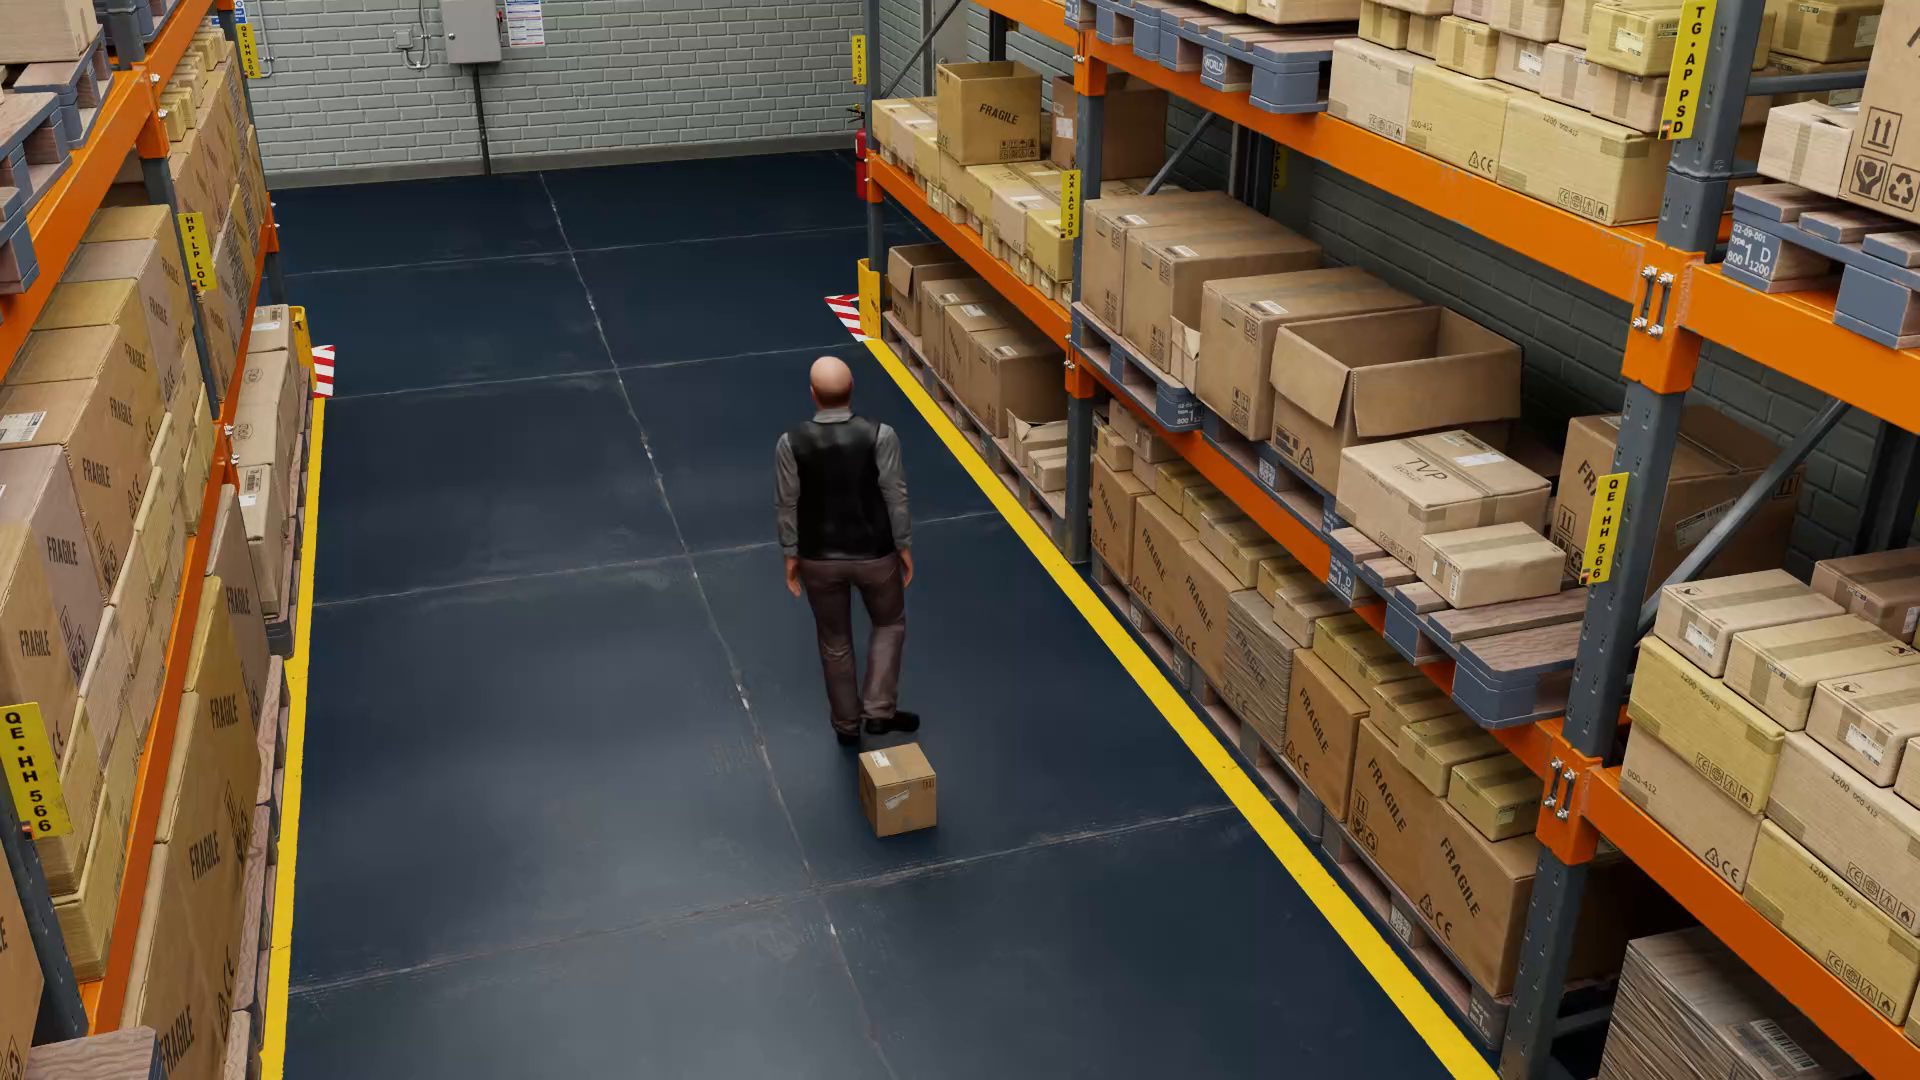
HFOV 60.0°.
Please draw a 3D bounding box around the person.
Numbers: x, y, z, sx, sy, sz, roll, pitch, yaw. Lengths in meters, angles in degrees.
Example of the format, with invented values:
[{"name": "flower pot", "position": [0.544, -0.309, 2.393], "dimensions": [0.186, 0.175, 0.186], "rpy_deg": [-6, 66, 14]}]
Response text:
[{"name": "person", "position": [-0.471, 0.095, 6.942], "dimensions": [0.588, 1.715, 0.524], "rpy_deg": [-1, 26, -2]}]
